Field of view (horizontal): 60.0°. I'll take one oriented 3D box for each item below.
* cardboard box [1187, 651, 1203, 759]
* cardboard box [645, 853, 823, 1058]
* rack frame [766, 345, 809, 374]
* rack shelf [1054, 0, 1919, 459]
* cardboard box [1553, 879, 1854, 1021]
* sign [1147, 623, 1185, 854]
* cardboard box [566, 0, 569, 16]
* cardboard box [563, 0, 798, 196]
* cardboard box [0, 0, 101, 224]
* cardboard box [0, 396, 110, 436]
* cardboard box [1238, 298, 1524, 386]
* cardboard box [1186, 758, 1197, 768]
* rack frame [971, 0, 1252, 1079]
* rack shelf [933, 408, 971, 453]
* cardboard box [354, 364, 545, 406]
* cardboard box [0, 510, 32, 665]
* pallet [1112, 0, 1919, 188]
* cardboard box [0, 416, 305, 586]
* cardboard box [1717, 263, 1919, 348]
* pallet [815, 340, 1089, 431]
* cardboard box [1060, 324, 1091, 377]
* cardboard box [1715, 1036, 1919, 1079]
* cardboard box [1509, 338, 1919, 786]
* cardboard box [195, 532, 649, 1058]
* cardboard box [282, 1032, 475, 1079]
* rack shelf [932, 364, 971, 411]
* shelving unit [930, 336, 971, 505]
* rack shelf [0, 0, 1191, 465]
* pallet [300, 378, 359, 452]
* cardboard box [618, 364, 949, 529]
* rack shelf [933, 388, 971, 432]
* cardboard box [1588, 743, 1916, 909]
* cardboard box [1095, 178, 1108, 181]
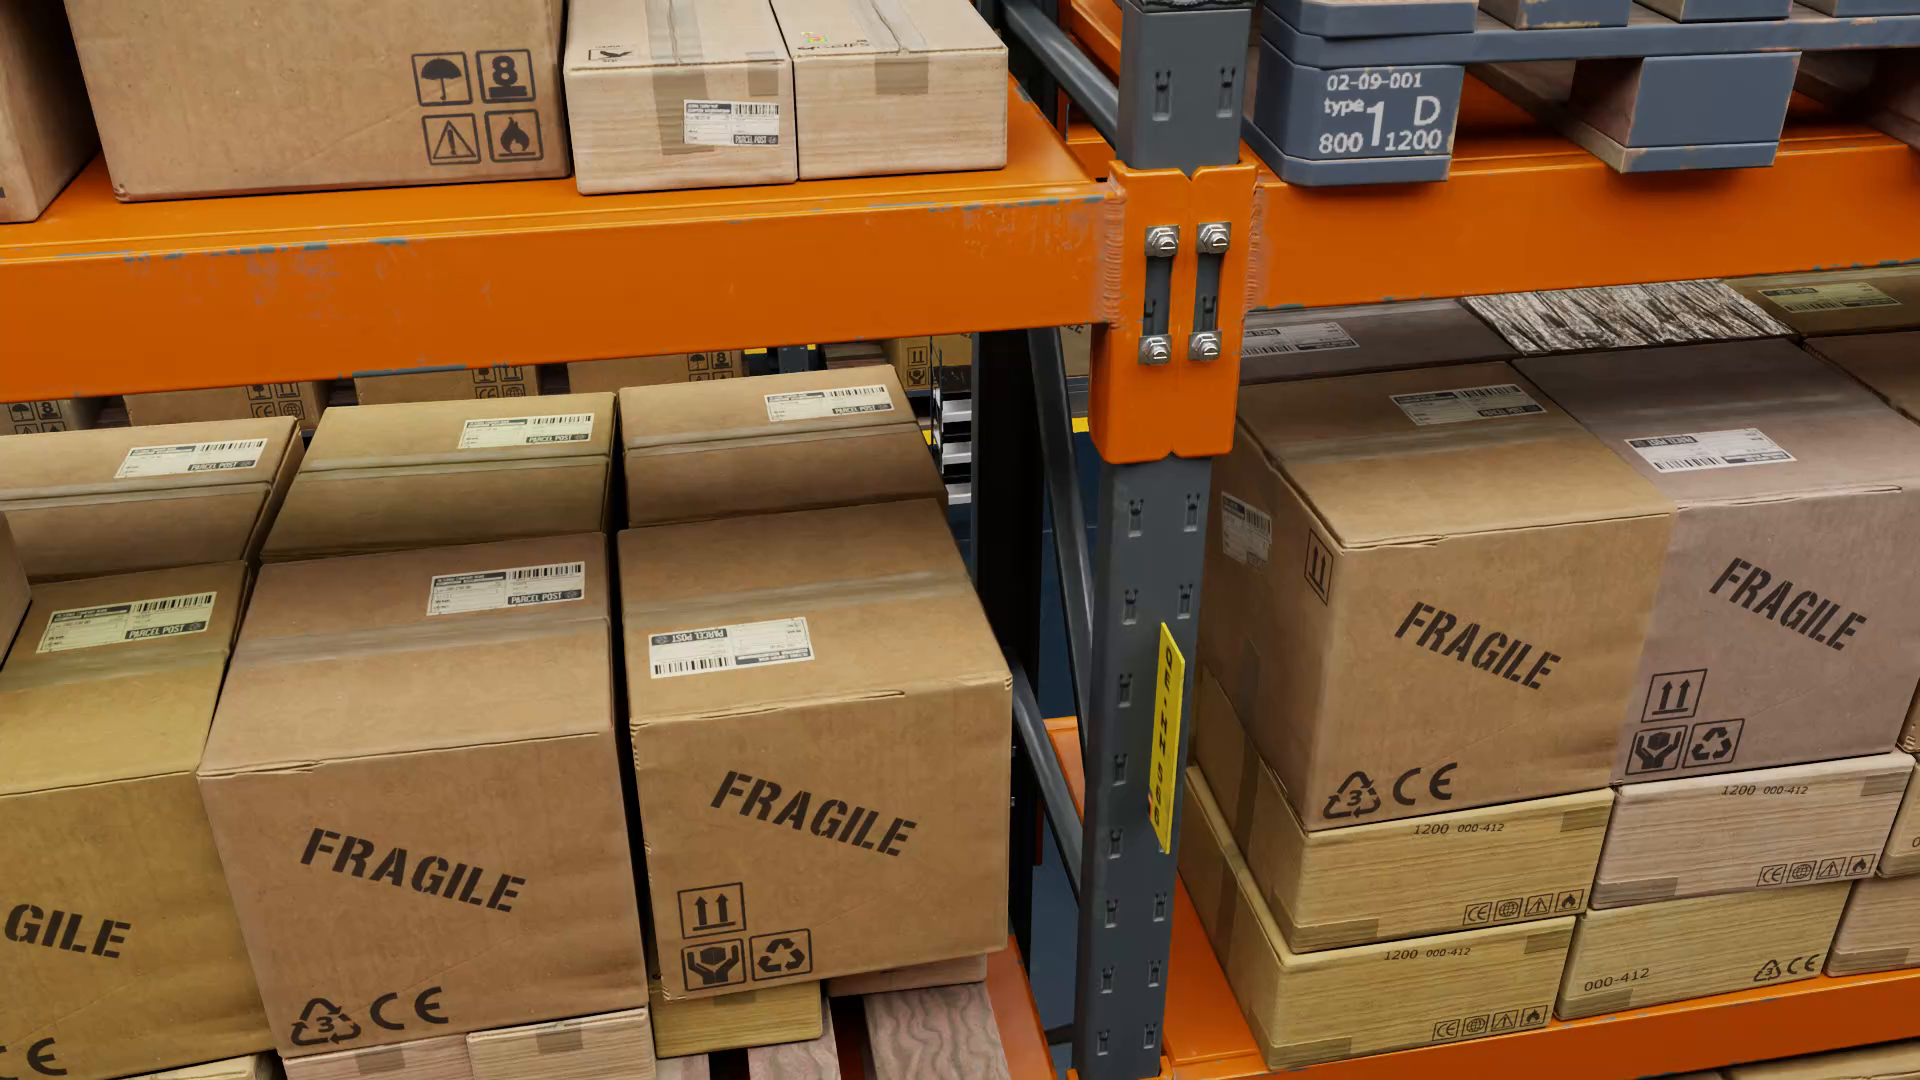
[{"bbox_3d":[0.602,0.146,3.198,0.500,0.250,0.500,-5,31,-9],"label":"cardboard box"},{"bbox_3d":[-0.359,0.602,2.600,0.250,0.149,0.380,-5,31,-8],"label":"cardboard box"},{"bbox_3d":[-0.820,-1.991,7.177,0.127,3.000,1.000,-5,31,-9],"label":"rack frame"},{"bbox_3d":[2.139,-0.698,2.728,4.000,0.370,1.077,-5,31,-9],"label":"rack shelf"},{"bbox_3d":[1.200,0.557,2.991,0.500,0.250,0.500,-6,31,-10],"label":"cardboard box"},{"bbox_3d":[0.278,0.272,2.264,0.005,0.325,0.100,-5,31,-9],"label":"sign"},{"bbox_3d":[-0.420,-0.800,2.325,0.258,0.266,0.396,-5,31,-9],"label":"cardboard box"},{"bbox_3d":[-0.344,-0.557,2.027,0.250,0.149,0.380,-5,31,-9],"label":"cardboard box"},{"bbox_3d":[-1.324,-0.717,1.948,0.637,0.503,0.797,-5,31,-9],"label":"cardboard box"},{"bbox_3d":[-4.160,-0.939,7.193,0.750,0.750,1.050,-5,31,-9],"label":"cardboard box"},{"bbox_3d":[0.633,-0.184,3.019,0.500,0.500,0.500,-6,31,-10],"label":"cardboard box"},{"bbox_3d":[0.622,0.356,3.333,0.500,0.250,0.500,-6,31,-11],"label":"cardboard box"},{"bbox_3d":[0.171,0.467,2.996,0.127,3.000,1.000,-5,31,-9],"label":"rack frame"},{"bbox_3d":[0.008,-0.437,6.494,0.200,0.077,0.258,-5,31,-9],"label":"rack shelf"},{"bbox_3d":[-2.294,-1.110,7.484,0.750,0.750,1.050,-5,31,-8],"label":"cardboard box"},{"bbox_3d":[-1.387,0.125,2.131,0.250,0.149,0.380,-7,31,-11],"label":"cardboard box"},{"bbox_3d":[0.795,-0.829,2.428,1.003,0.211,1.213,-4,31,-7],"label":"pallet"},{"bbox_3d":[-1.345,0.144,2.740,0.500,0.500,0.500,-5,31,-8],"label":"cardboard box"},{"bbox_3d":[1.626,-0.277,3.177,0.500,0.500,0.500,-5,31,-9],"label":"cardboard box"},{"bbox_3d":[-0.051,-0.860,8.004,1.213,0.211,1.003,-5,31,-9],"label":"pallet"},{"bbox_3d":[0.416,-1.080,7.679,0.500,0.500,0.500,-5,31,-8],"label":"cardboard box"},{"bbox_3d":[1.744,1.101,3.600,0.875,0.875,0.875,-5,31,-8],"label":"cardboard box"},{"bbox_3d":[1.187,0.020,2.671,0.500,0.500,0.500,-5,31,-9],"label":"cardboard box"},{"bbox_3d":[-0.732,0.348,2.393,0.500,0.500,0.500,-6,31,-10],"label":"cardboard box"},{"bbox_3d":[-0.848,0.667,2.490,0.250,0.149,0.380,-7,31,-11],"label":"cardboard box"},{"bbox_3d":[0.008,-0.593,6.403,0.200,0.077,0.258,-5,31,-9],"label":"rack shelf"},{"bbox_3d":[0.008,-0.389,6.523,0.210,0.900,0.258,-5,31,-9],"label":"shelving unit"},{"bbox_3d":[-1.796,-0.333,2.107,4.000,0.370,1.077,-5,31,-9],"label":"rack shelf"},{"bbox_3d":[-2.806,-0.645,7.639,1.213,0.211,1.003,-5,31,-9],"label":"pallet"},{"bbox_3d":[-0.313,0.041,2.915,0.500,0.500,0.500,-6,31,-10],"label":"cardboard box"},{"bbox_3d":[0.008,-0.515,6.449,0.200,0.077,0.258,-5,31,-9],"label":"rack shelf"},{"bbox_3d":[1.223,0.347,2.856,0.500,0.250,0.500,-5,31,-8],"label":"cardboard box"},{"bbox_3d":[0.803,-1.701,7.996,0.500,0.250,0.500,-5,31,-8],"label":"cardboard box"}]
